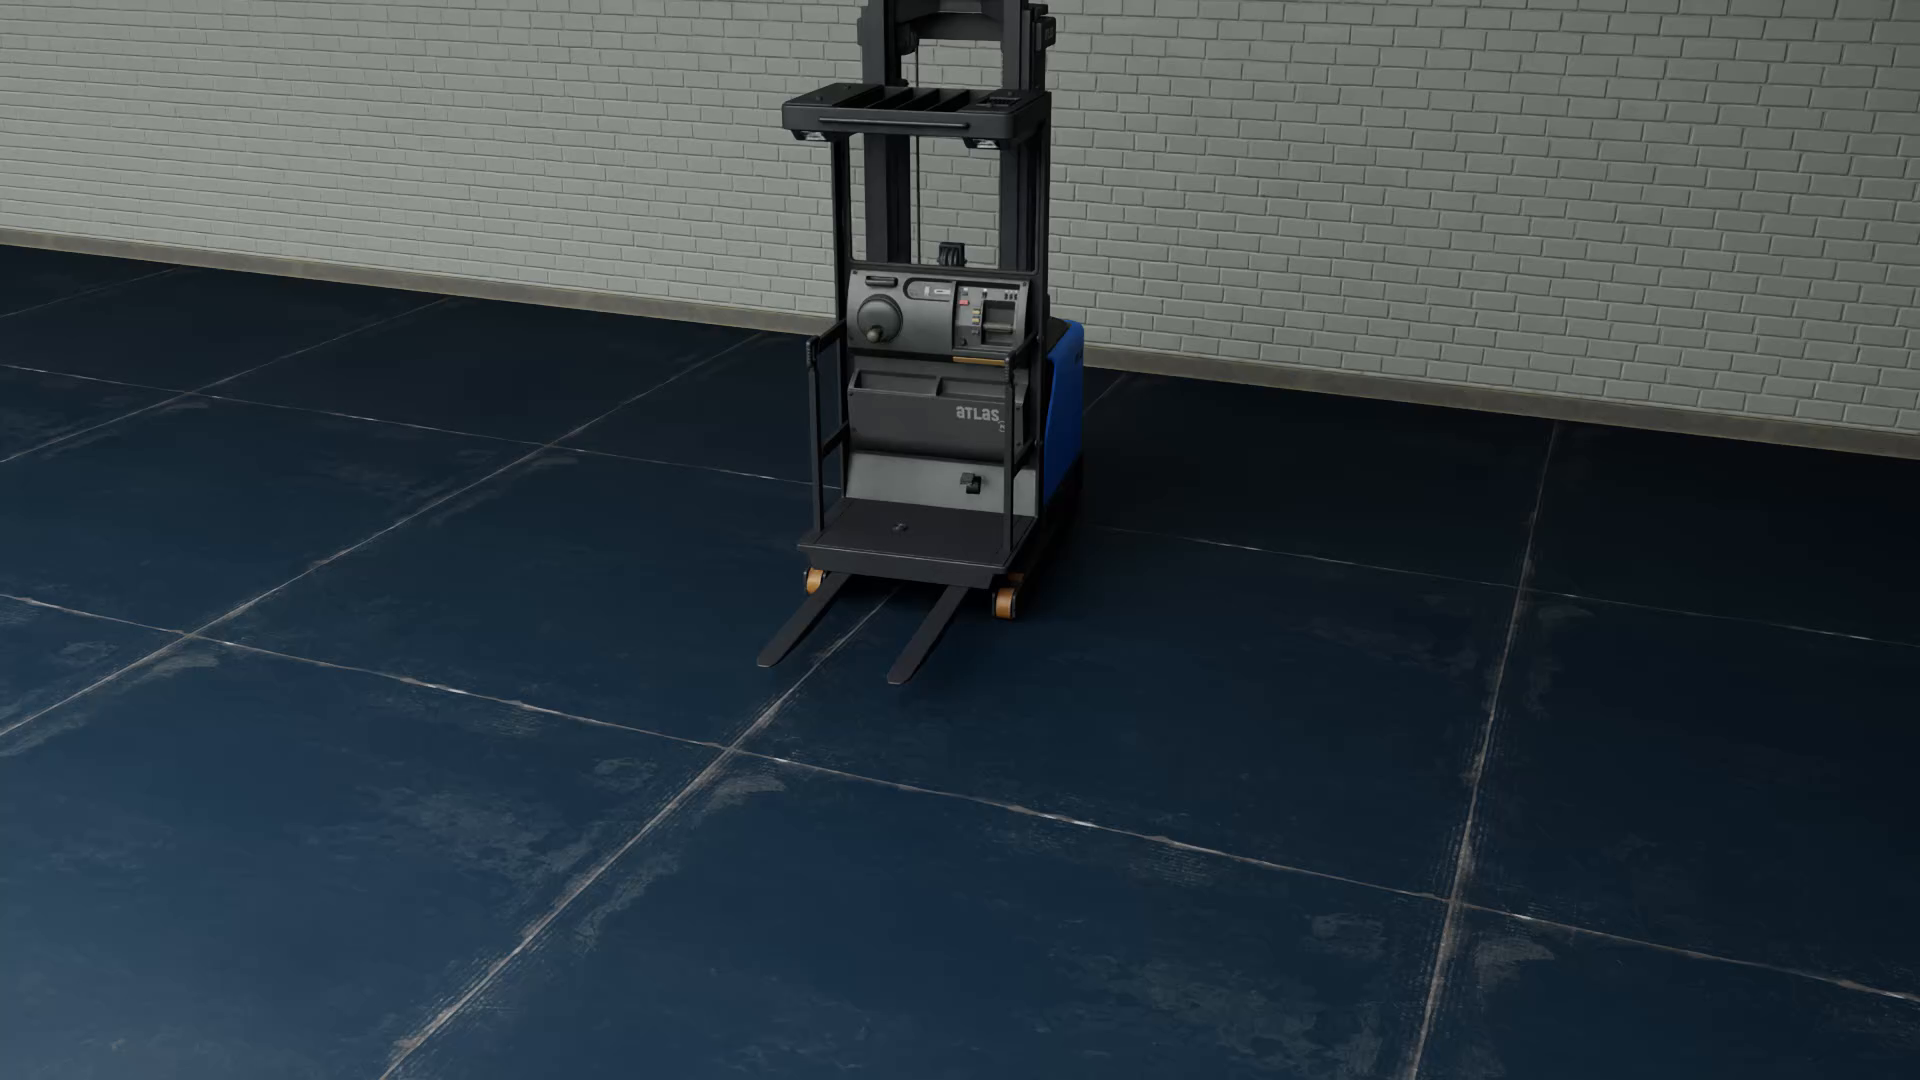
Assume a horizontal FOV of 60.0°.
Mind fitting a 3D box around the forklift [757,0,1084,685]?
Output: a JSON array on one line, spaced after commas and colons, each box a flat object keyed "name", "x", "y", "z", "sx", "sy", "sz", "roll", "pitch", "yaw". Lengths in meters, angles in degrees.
[{"name": "forklift", "x": -0.169, "y": -1.120, "z": 8.129, "sx": 1.130, "sy": 2.935, "sz": 3.031, "roll": 6, "pitch": 23, "yaw": 14}]
